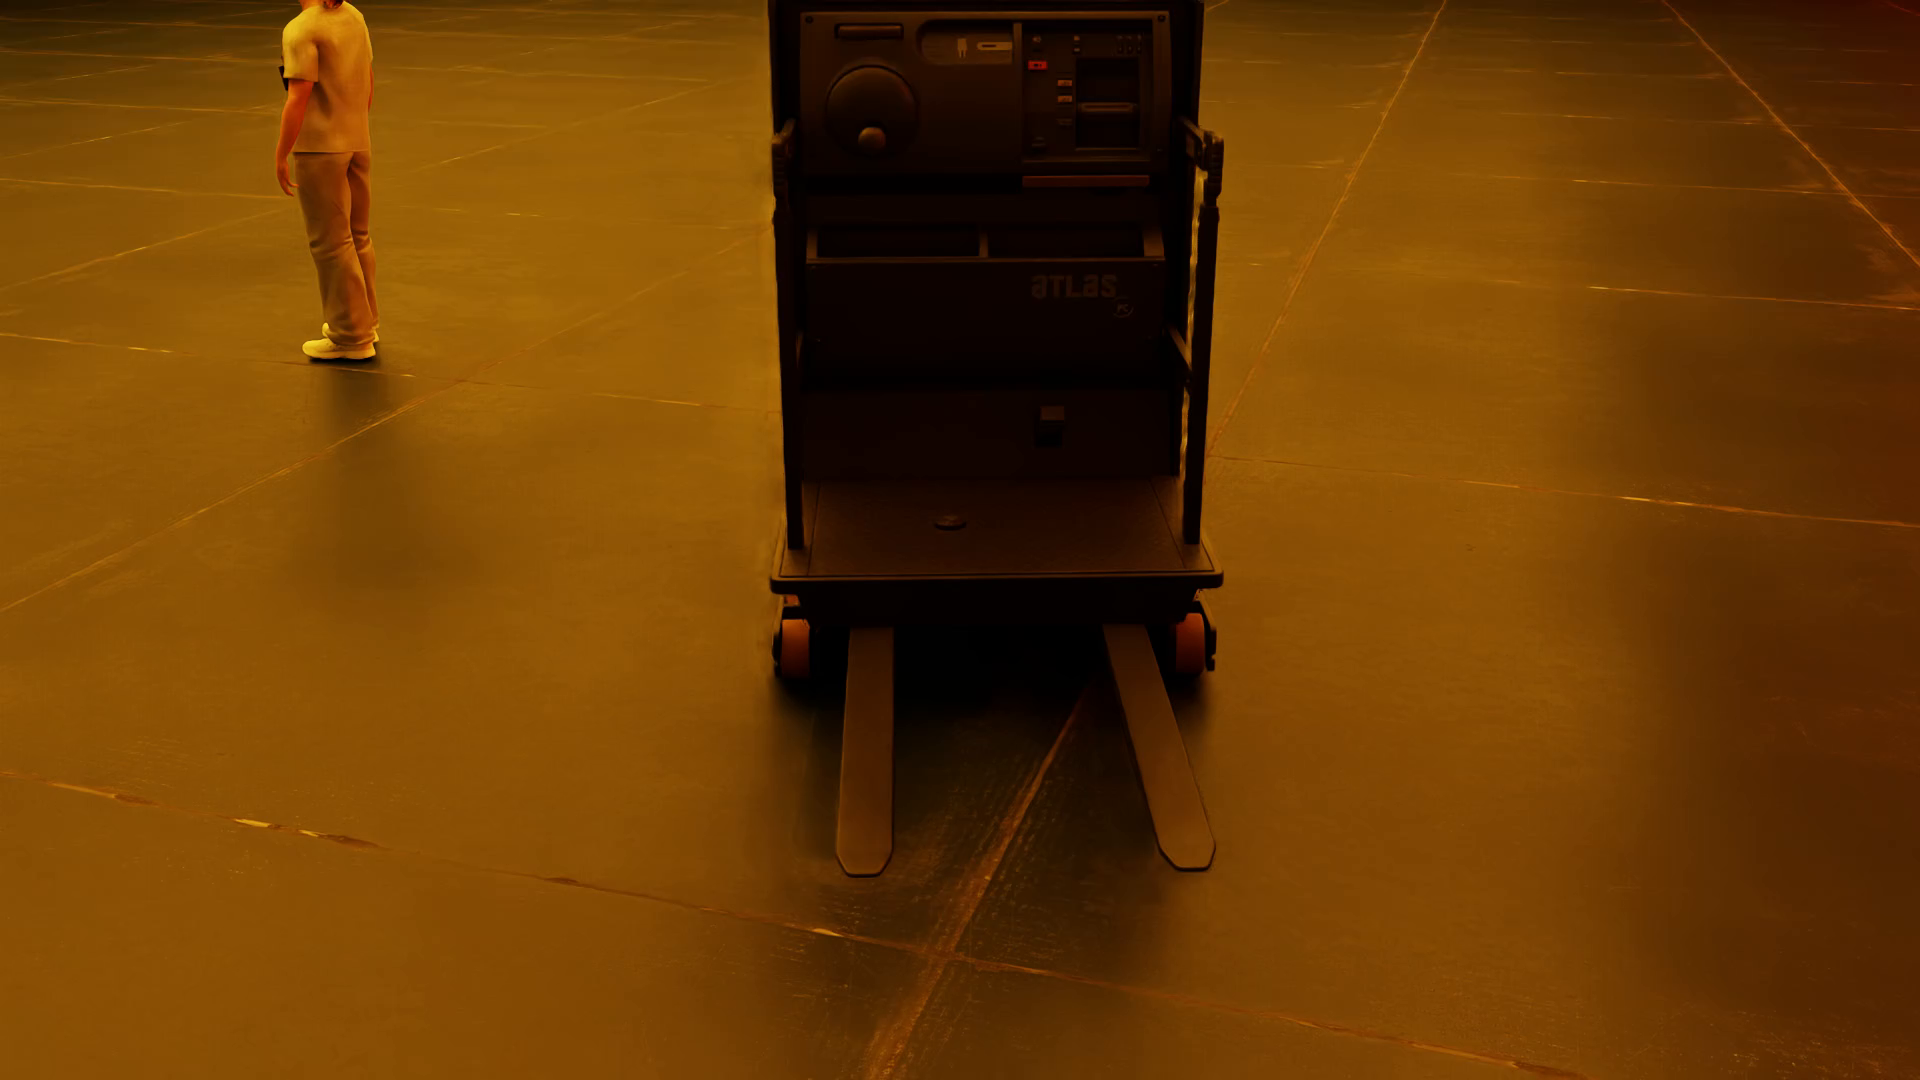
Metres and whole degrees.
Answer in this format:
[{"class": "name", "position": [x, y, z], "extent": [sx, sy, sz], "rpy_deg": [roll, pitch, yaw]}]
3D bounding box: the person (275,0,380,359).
[{"class": "person", "position": [-2.573, -1.547, 6.652], "extent": [0.548, 1.673, 0.549], "rpy_deg": [6, 23, 15]}]

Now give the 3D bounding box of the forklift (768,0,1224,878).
[{"class": "forklift", "position": [0.074, -1.116, 3.983], "extent": [1.130, 2.935, 3.031], "rpy_deg": [-1, 22, -2]}]
